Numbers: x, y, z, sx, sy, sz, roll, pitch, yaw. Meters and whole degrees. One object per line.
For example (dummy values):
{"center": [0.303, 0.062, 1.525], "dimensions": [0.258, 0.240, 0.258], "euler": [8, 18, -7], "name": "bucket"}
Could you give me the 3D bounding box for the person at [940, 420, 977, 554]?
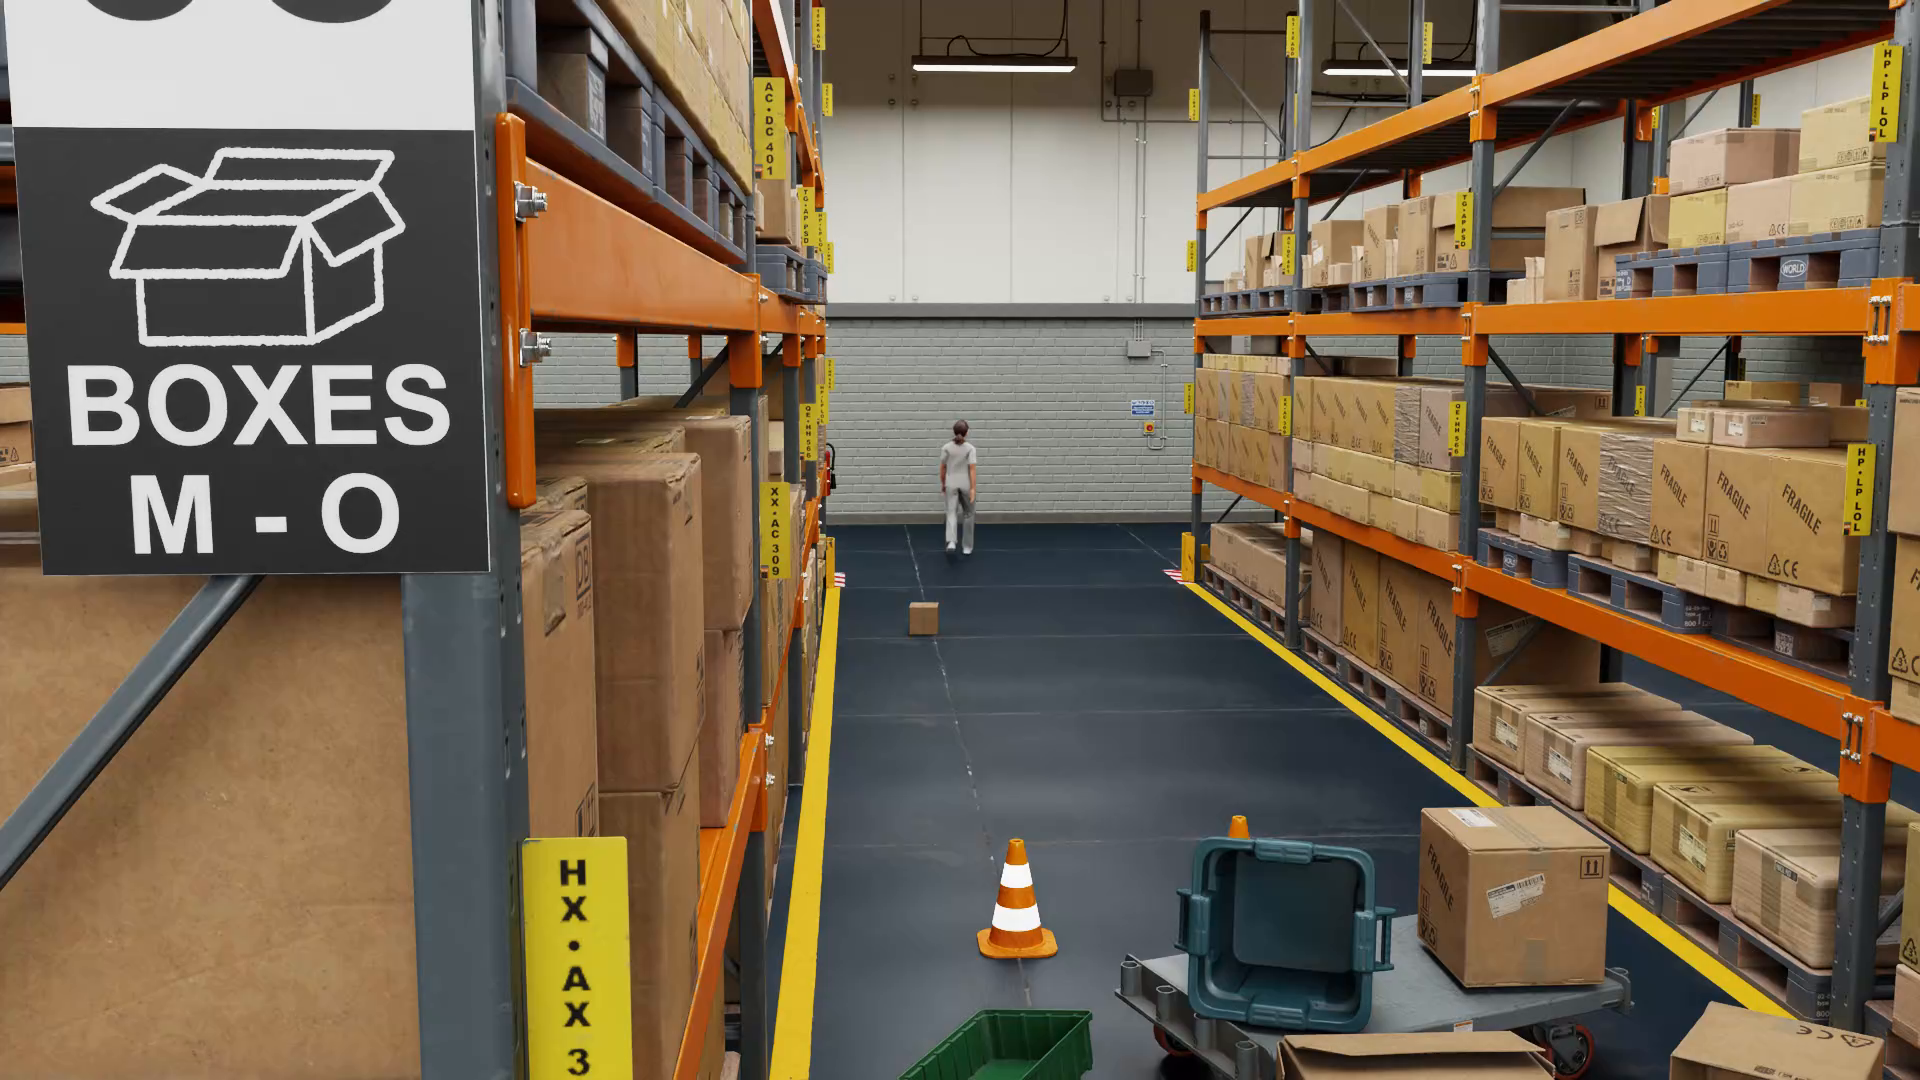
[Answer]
{"center": [-0.016, -0.620, 19.835], "dimensions": [0.456, 1.628, 0.969], "euler": [1, 7, 5], "name": "person"}
